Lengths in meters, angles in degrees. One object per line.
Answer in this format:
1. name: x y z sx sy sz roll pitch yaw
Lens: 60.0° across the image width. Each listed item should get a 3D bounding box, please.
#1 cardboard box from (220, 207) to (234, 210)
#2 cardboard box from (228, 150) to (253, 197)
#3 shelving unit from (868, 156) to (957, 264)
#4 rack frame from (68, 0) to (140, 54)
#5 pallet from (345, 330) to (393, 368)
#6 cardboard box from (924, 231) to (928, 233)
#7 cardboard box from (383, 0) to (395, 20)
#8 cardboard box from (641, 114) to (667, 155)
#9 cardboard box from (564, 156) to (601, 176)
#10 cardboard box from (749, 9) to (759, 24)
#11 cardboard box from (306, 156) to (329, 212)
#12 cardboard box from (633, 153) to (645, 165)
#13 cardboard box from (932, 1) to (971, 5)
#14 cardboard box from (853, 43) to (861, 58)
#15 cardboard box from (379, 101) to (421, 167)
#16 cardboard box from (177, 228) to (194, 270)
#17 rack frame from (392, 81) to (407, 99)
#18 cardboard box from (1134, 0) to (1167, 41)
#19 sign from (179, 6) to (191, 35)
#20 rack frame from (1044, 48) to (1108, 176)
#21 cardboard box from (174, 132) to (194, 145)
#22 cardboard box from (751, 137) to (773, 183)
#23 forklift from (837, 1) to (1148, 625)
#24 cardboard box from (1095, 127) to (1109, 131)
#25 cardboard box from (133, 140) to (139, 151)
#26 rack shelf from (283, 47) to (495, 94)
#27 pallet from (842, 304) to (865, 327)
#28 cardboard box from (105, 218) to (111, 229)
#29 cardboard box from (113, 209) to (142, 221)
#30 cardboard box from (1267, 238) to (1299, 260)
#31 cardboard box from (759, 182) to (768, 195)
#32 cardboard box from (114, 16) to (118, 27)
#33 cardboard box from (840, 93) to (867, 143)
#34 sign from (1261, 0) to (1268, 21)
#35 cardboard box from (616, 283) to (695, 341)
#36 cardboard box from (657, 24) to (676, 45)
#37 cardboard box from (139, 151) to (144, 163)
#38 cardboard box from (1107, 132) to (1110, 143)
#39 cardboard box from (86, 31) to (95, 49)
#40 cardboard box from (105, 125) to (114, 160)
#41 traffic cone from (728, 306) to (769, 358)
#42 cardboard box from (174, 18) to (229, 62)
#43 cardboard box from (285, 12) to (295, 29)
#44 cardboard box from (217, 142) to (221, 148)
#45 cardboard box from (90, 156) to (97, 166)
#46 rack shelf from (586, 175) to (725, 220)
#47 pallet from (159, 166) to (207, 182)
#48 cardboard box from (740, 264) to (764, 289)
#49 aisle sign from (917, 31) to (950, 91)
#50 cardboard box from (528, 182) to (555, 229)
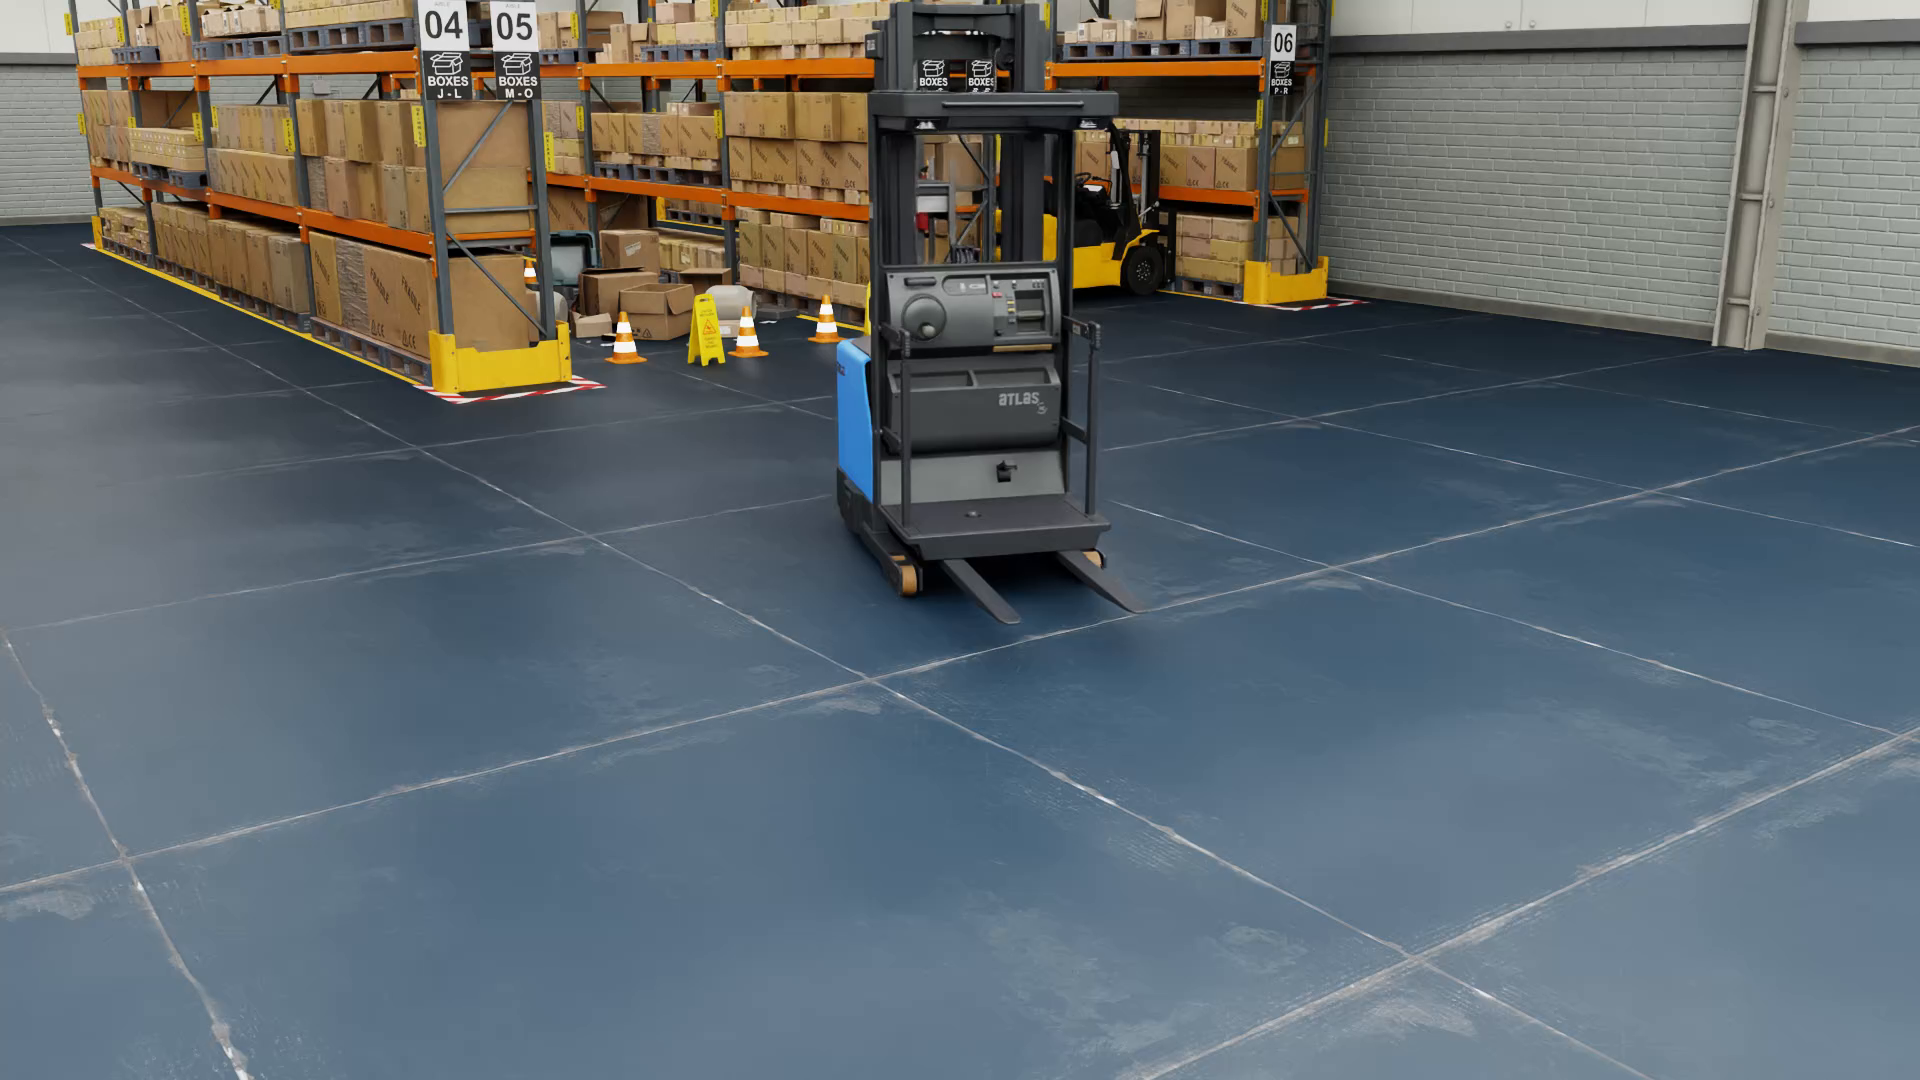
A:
1. cardboard box: -9.502 -4.284 22.064 0.500 0.250 0.500 -11 19 -34
2. cardboard box: -8.070 -4.219 19.119 0.500 0.500 0.500 -11 19 -35
3. shelving unit: -0.291 -1.298 10.327 0.431 2.100 0.503 -4 15 -15
4. rack frame: -13.417 -9.126 25.874 1.000 3.000 0.127 -11 19 -35
5. pallet: -5.256 -1.890 16.082 1.003 0.211 1.213 -11 19 -35
6. cardboard box: -0.641 -3.175 18.487 0.500 0.500 0.500 -12 19 -37
7. cardboard box: -4.627 -4.465 14.016 0.380 0.149 0.250 -11 19 -34
8. cardboard box: -3.774 -5.246 21.513 0.500 0.500 0.500 -12 19 -37
9. cardboard box: -5.276 -5.310 23.578 0.500 0.250 0.500 -12 19 -36
10. cardboard box: -2.171 -5.944 18.893 0.380 0.149 0.250 -12 19 -36
11. cardboard box: -6.135 -3.666 17.003 0.875 0.550 0.550 -11 19 -35
12. cardboard box: -4.115 -5.065 22.080 0.380 0.149 0.250 -10 18 -31
13. cardboard box: -0.109 -5.424 16.994 0.380 0.149 0.250 -11 19 -35
14. cardboard box: -0.897 -5.139 17.464 0.380 0.149 0.250 -11 19 -34
15. cardboard box: -4.594 -3.598 14.709 0.875 0.550 0.550 -11 19 -35
16. cardboard box: -9.938 -3.843 21.875 0.500 0.500 0.500 -12 19 -37
17. rack frame: -9.472 -7.023 29.552 1.000 3.000 0.127 -11 19 -35
18. cardboard box: 2.656 -6.546 20.950 0.797 0.503 0.637 -10 18 -33
19. sign: -9.153 -6.137 19.654 0.100 0.325 0.005 -11 19 -35
20. rack frame: 1.596 -5.231 23.008 1.000 3.000 0.127 -11 19 -35
21. cardboard box: -9.518 -4.980 20.643 0.380 0.149 0.250 -11 19 -35
22. cardboard box: -2.070 -4.411 19.257 0.500 0.500 0.500 -11 19 -35
23. forklift: 0.134 -1.236 8.541 1.130 2.935 3.031 -4 16 -15
24. cardboard box: 1.996 -5.456 21.847 0.380 0.149 0.250 -10 18 -33
25. cardboard box: -11.052 -5.393 22.714 0.380 0.149 0.250 -11 19 -36
26. rack shelf: -5.185 -4.343 15.442 1.077 0.370 4.000 -11 19 -35
27. pallet: -0.559 -2.456 18.150 1.003 0.211 1.213 -11 19 -35
28. cardboard box: -13.201 -4.985 26.148 0.380 0.149 0.250 -11 19 -35
29. cardboard box: -12.867 -5.028 25.744 0.380 0.149 0.250 -12 19 -37
30. cardboard box: 3.840 -3.627 20.613 0.500 0.250 0.500 -10 18 -34
31. cardboard box: -2.120 -4.124 19.438 0.380 0.149 0.250 -11 19 -35
32. cardboard box: -11.634 -7.266 23.340 0.380 0.149 0.250 -10 18 -33
33. cardboard box: -0.833 -4.464 17.558 0.700 0.500 0.500 -11 19 -34
34. sign: 3.501 -6.132 19.088 0.100 0.325 0.005 -11 19 -35
35. cardboard box: -3.145 -2.384 17.333 0.637 0.503 0.797 4 16 13
36. cardboard box: -3.470 -6.357 20.928 0.500 0.250 0.500 -11 19 -34
37. cardboard box: -10.894 -5.192 22.545 0.380 0.149 0.250 -11 19 -34
38. cardboard box: 2.138 -5.257 21.682 0.380 0.149 0.250 -11 19 -35
39. cardboard box: -12.774 -7.493 24.926 0.500 0.250 0.500 -11 19 -34
40. cardboard box: -12.459 -5.961 24.920 0.500 0.500 0.500 -11 19 -36
41. traffic cone: -2.059 -2.029 16.113 0.336 0.463 0.334 -11 19 -35
42. cardboard box: -9.254 -6.102 20.317 0.500 0.500 0.500 -11 19 -35
43. cardboard box: -6.422 -5.116 16.395 0.380 0.149 0.250 -11 19 -35
44. cardboard box: -9.450 -5.105 21.662 0.380 0.149 0.250 -11 19 -34
45. cardboard box: -13.492 -5.991 26.260 0.380 0.149 0.250 -11 19 -35
46. rack shelf: -3.593 -4.540 21.845 1.077 0.370 4.000 -11 19 -35
47. pallet: -9.910 -4.848 21.971 1.003 0.211 1.213 -11 19 -35
48. cardboard box: -2.288 -3.169 19.884 0.500 0.250 0.500 -12 19 -37
49. aisle sign: -0.263 -4.802 16.513 0.394 0.787 0.004 -11 19 -35
50. cardboard box: -6.154 -5.034 25.518 0.875 0.875 0.875 -10 18 -33
